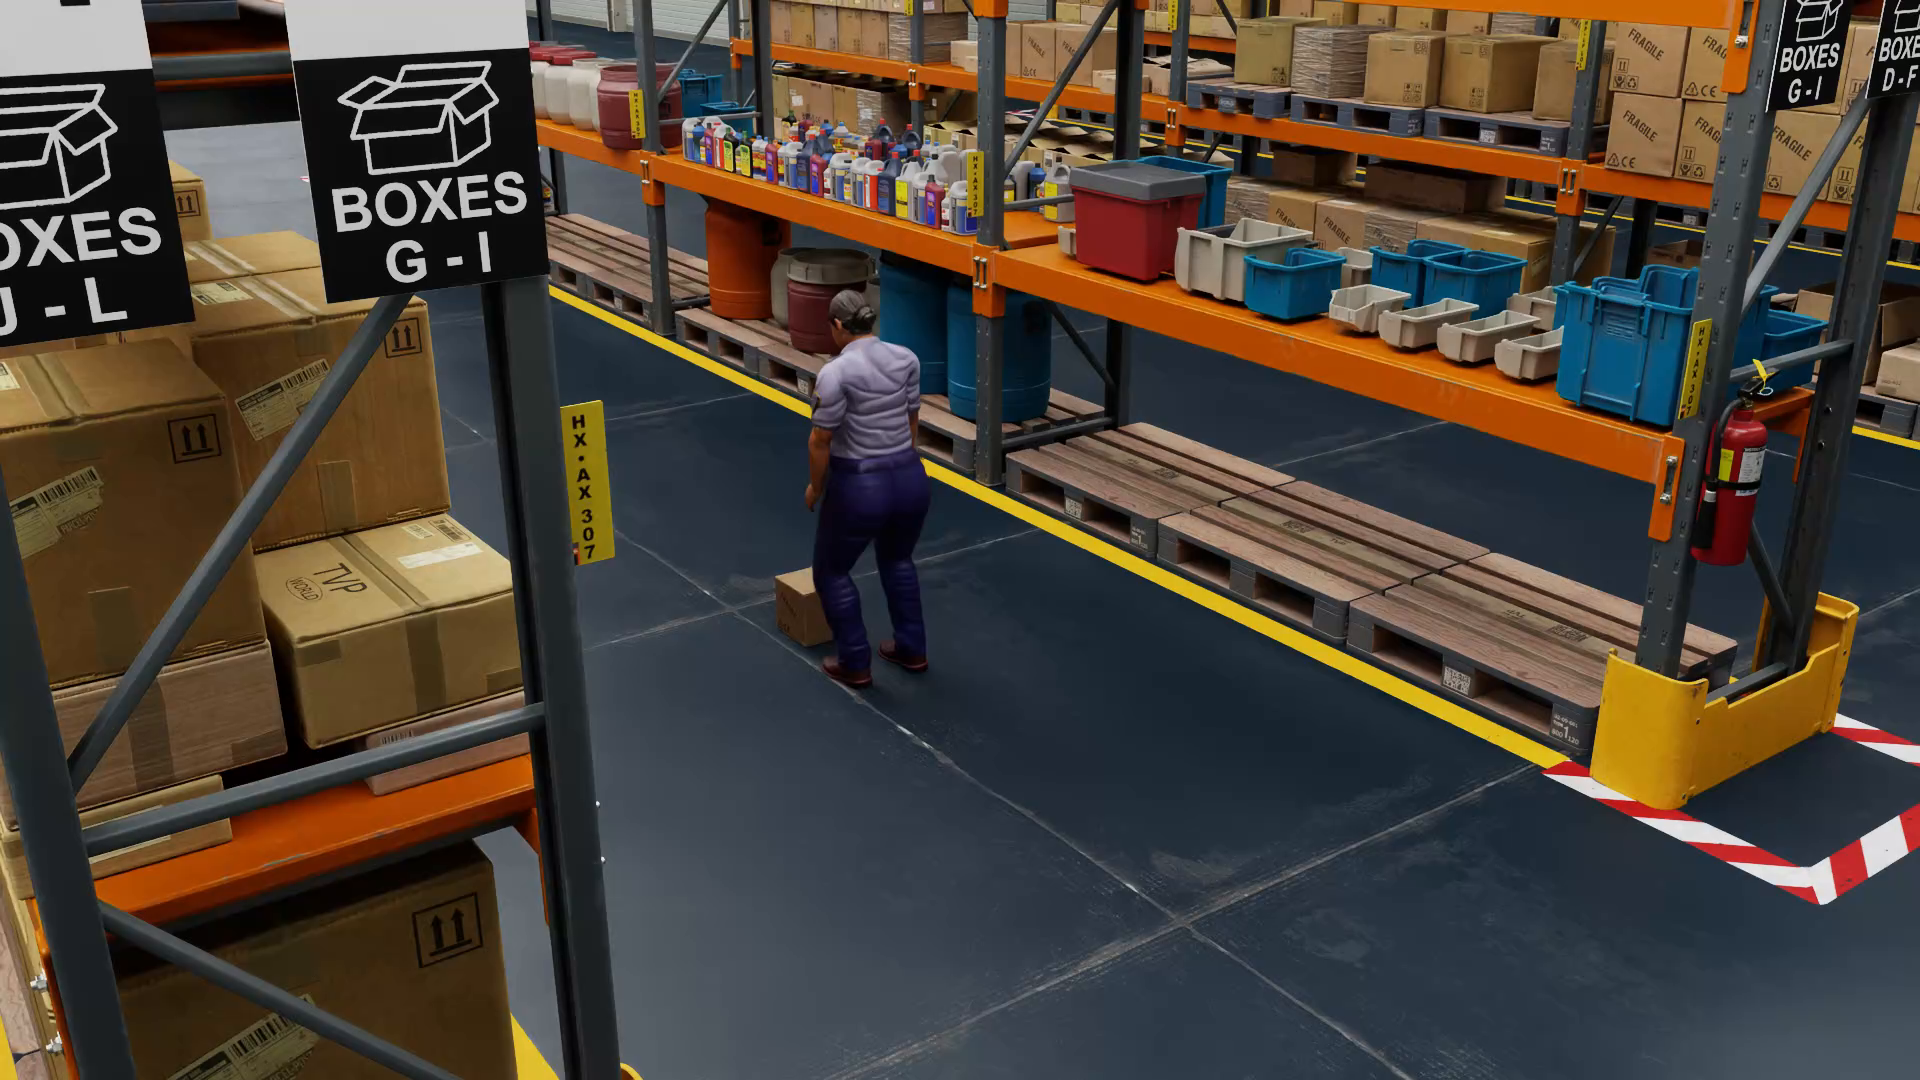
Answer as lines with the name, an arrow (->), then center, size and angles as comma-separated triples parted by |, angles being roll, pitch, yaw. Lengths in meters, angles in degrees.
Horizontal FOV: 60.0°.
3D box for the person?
person -> -0.369, -0.187, 6.658 | 0.496, 1.604, 0.391 | -14, 25, -32
